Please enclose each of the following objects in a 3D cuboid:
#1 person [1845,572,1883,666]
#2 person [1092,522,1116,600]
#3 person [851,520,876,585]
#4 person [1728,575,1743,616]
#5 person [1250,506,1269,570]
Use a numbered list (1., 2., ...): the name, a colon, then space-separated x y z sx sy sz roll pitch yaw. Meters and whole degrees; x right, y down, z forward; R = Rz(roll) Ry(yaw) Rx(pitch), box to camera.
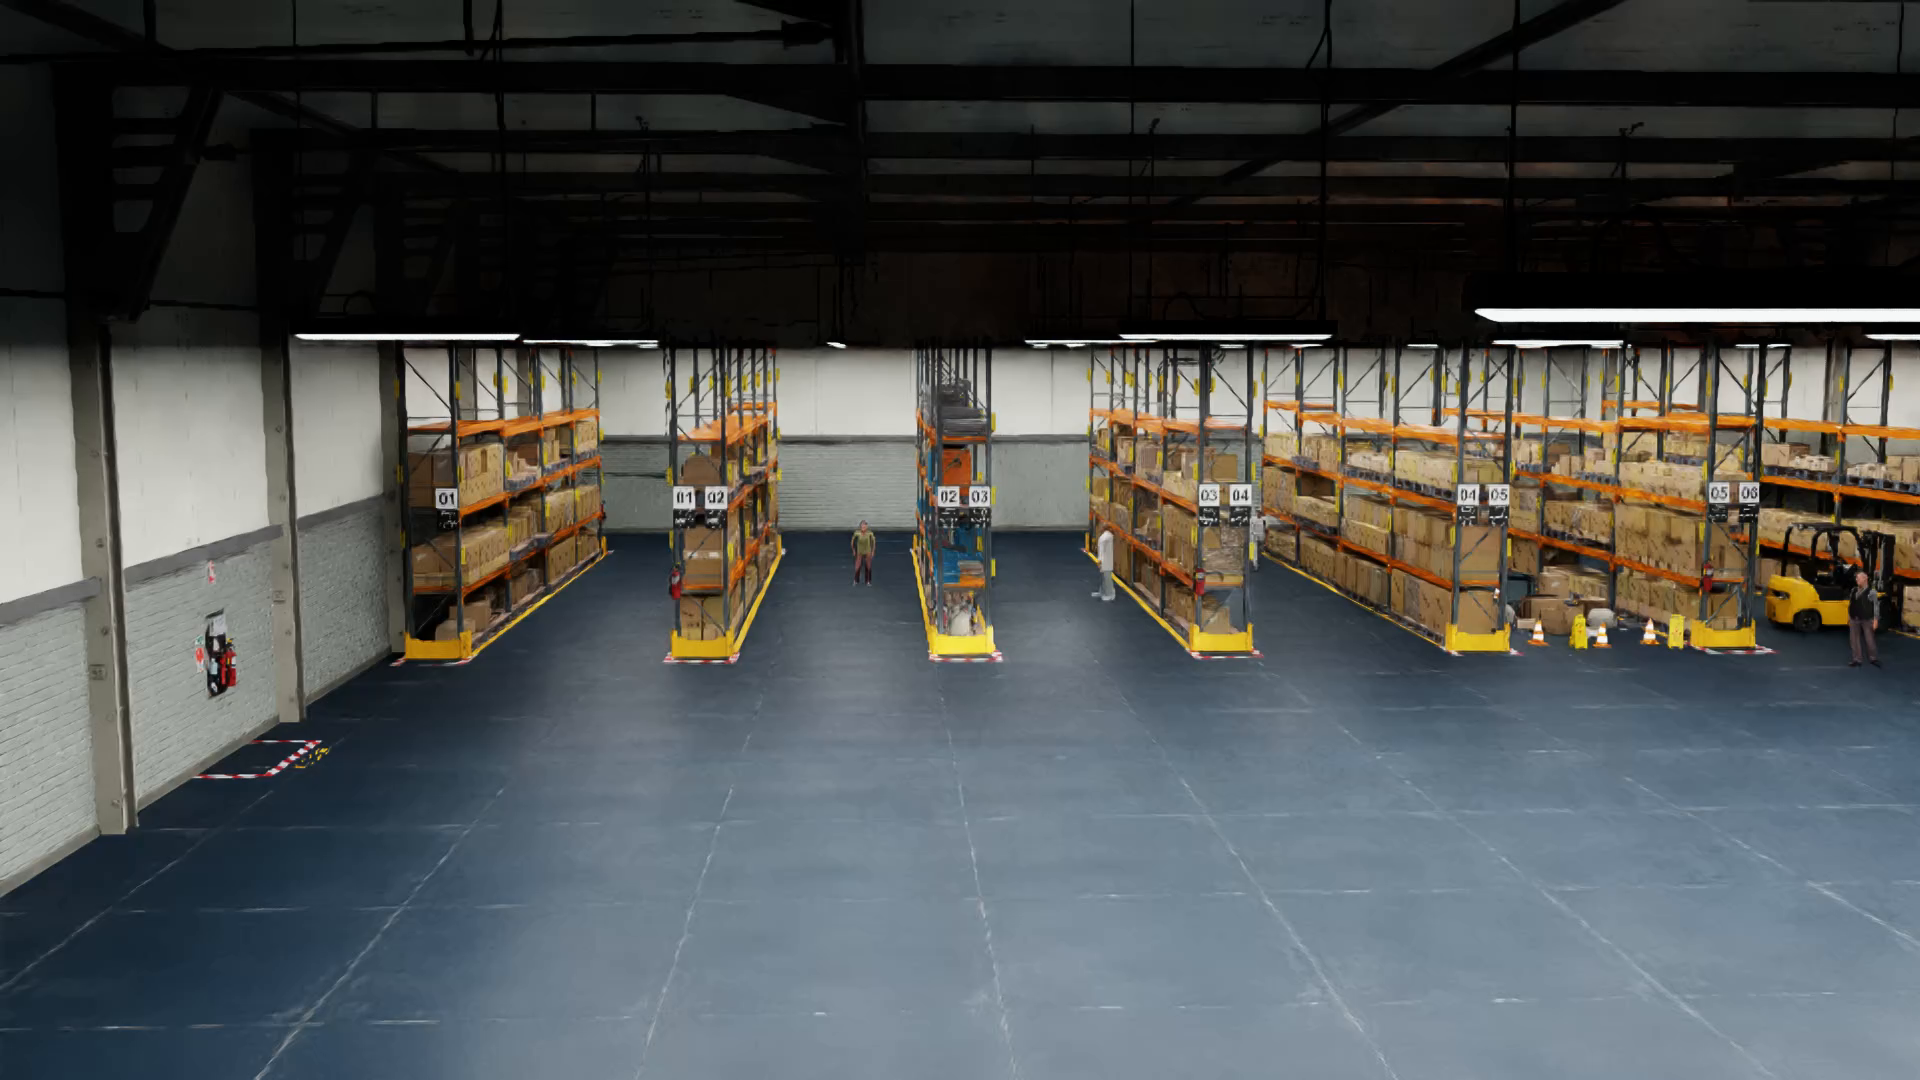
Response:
1. person: 16.500 1.442 30.315 0.532 1.716 0.628 -3 7 -28
2. person: 3.322 0.473 38.363 0.641 1.764 0.692 2 7 20
3. person: -2.356 0.315 40.631 0.598 1.619 0.507 0 7 -4
4. person: 16.673 0.846 35.898 0.428 1.599 0.467 3 7 27
5. person: 7.821 -0.070 43.544 0.539 1.676 1.120 -1 7 -5
